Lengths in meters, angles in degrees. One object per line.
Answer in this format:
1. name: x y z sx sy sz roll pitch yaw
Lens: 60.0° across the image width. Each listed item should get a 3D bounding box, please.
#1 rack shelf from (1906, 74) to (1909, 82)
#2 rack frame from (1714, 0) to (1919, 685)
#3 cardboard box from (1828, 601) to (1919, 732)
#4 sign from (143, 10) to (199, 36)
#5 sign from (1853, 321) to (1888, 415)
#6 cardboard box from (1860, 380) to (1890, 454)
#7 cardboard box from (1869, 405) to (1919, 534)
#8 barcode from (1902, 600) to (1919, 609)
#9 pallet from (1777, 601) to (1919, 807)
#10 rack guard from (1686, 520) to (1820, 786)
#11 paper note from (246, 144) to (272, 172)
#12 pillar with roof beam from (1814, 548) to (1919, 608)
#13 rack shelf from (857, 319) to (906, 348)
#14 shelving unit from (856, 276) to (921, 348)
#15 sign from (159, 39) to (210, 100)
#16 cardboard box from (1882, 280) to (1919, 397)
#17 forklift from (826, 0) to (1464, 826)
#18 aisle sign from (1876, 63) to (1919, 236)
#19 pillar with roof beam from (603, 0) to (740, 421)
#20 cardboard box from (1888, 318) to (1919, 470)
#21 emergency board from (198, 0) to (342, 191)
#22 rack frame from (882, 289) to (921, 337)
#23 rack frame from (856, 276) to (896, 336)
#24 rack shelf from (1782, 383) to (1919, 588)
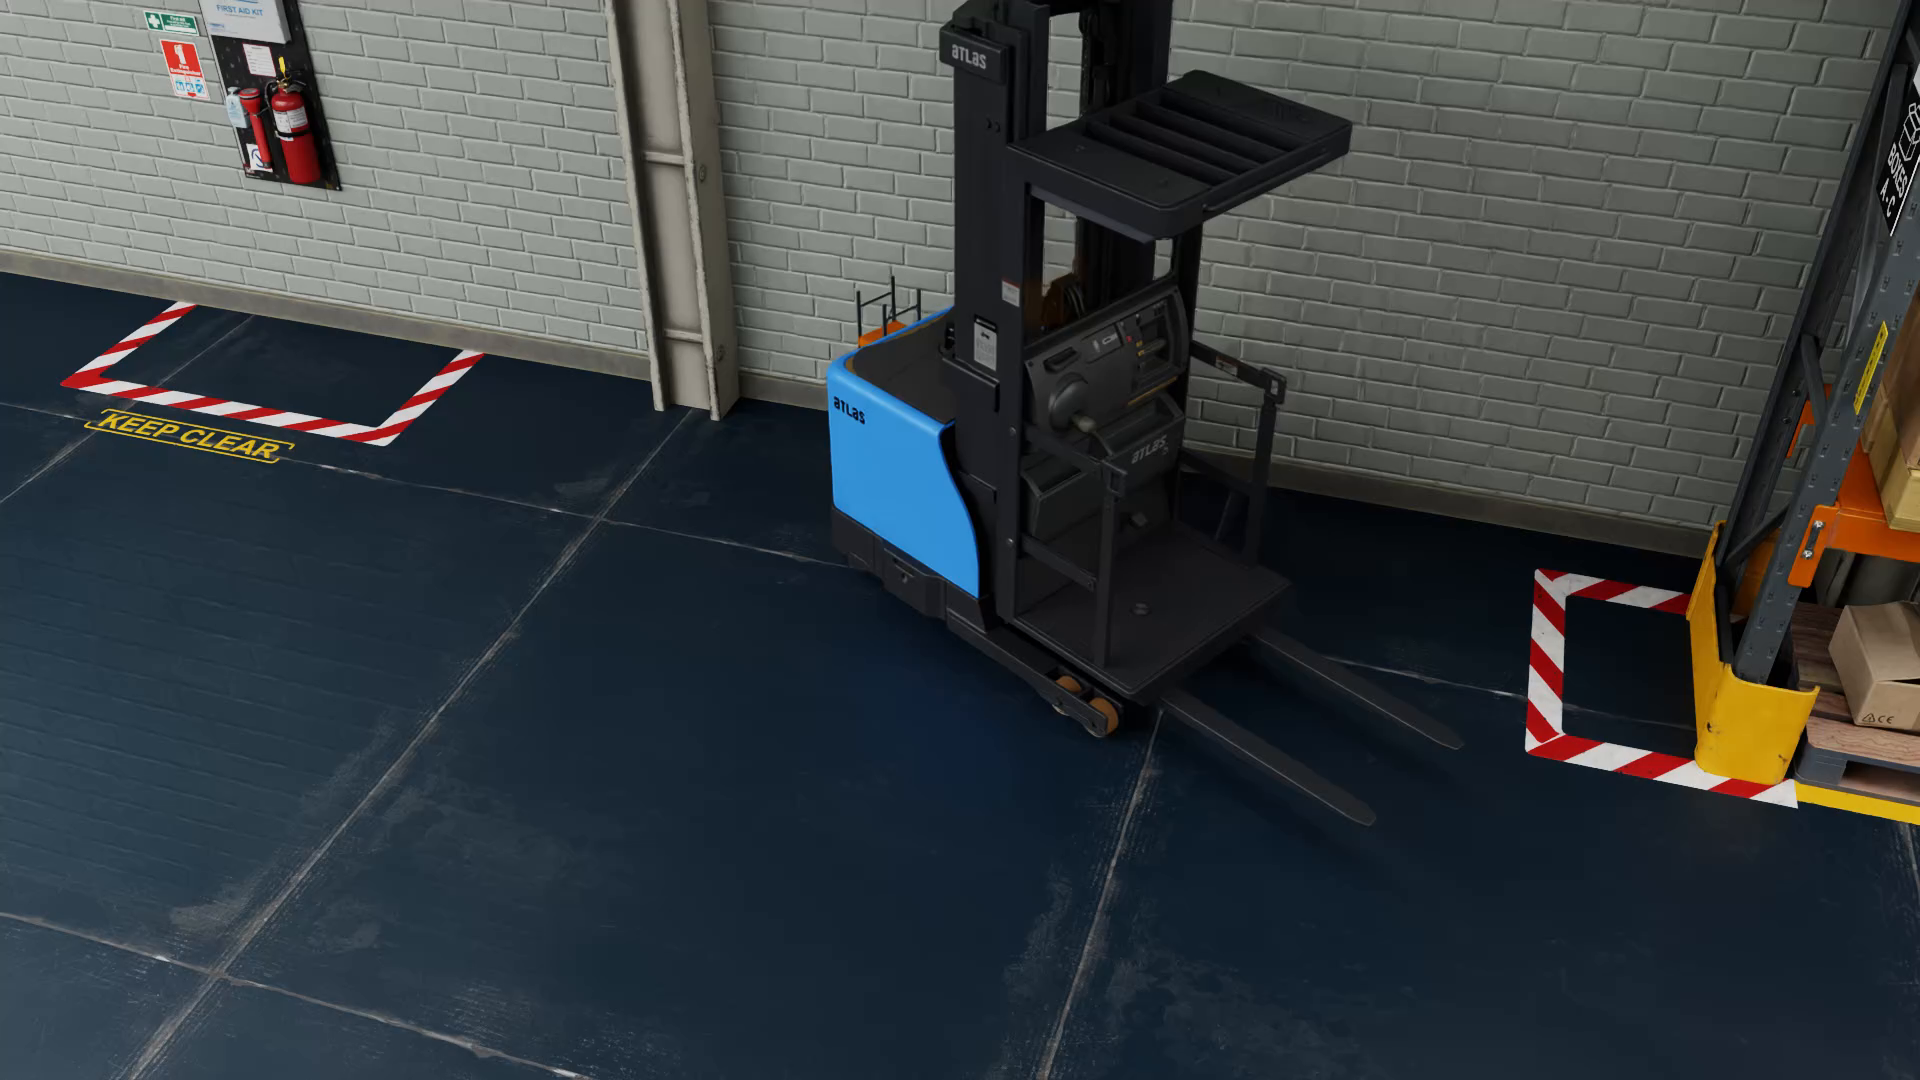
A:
1. rack shelf: 5.247 -1.123 5.321 4.000 0.370 1.077 10 38 14
2. rack frame: 3.338 -0.558 6.478 0.127 3.000 1.000 10 38 14
3. cardboard box: 3.972 0.521 6.909 0.500 0.311 0.500 6 37 9
4. sign: -4.305 -2.821 9.075 0.331 0.109 0.001 10 38 14
5. sign: 3.177 -0.600 5.804 0.005 0.325 0.100 10 38 14
6. cardboard box: 3.842 -0.533 6.553 0.500 0.250 0.500 11 38 15
7. cardboard box: 3.709 -0.240 6.155 0.500 0.250 0.500 9 37 13
8. barcode: 4.108 0.294 7.209 0.075 0.075 0.001 10 38 14
9. pallet: 4.176 0.742 7.064 1.213 0.211 1.003 10 38 14
10. rack guard: 3.411 0.462 7.200 0.348 0.500 1.175 10 38 14
11. paper note: -3.958 -2.158 9.395 0.142 0.148 0.016 10 38 14
12. pillar with roof beam: 2.981 -0.904 1.887 0.400 9.000 9.100 10 38 14
13. rack shelf: -0.336 -0.946 7.990 0.258 0.103 0.180 -30 46 -34
14. shelving unit: -0.336 -0.692 8.177 0.258 1.200 0.189 -30 46 -34
15. sign: -4.307 -2.613 9.240 0.234 0.329 0.001 10 38 14
16. cardboard box: 3.852 -0.845 6.344 0.500 0.500 0.500 10 38 13
17. forklift: 0.761 -0.686 6.710 1.130 2.935 3.031 -30 46 -34
18. aisle sign: 3.180 -1.448 5.494 0.004 0.787 0.394 10 38 14
19. pillar with roof beam: -2.746 -1.965 3.328 0.400 9.000 9.100 10 38 14
20. cardboard box: 3.704 -0.553 5.948 0.500 0.500 0.500 11 38 14
21. emergency board: -3.810 -2.443 9.038 0.643 1.169 0.194 10 38 14
22. rack frame: -0.273 -0.653 8.124 0.240 1.200 0.006 -30 46 -34
23. rack frame: -0.400 -0.731 8.230 0.240 1.200 0.006 -30 46 -34
24. rack shelf: 5.247 0.085 6.211 4.000 0.370 1.077 10 38 14
